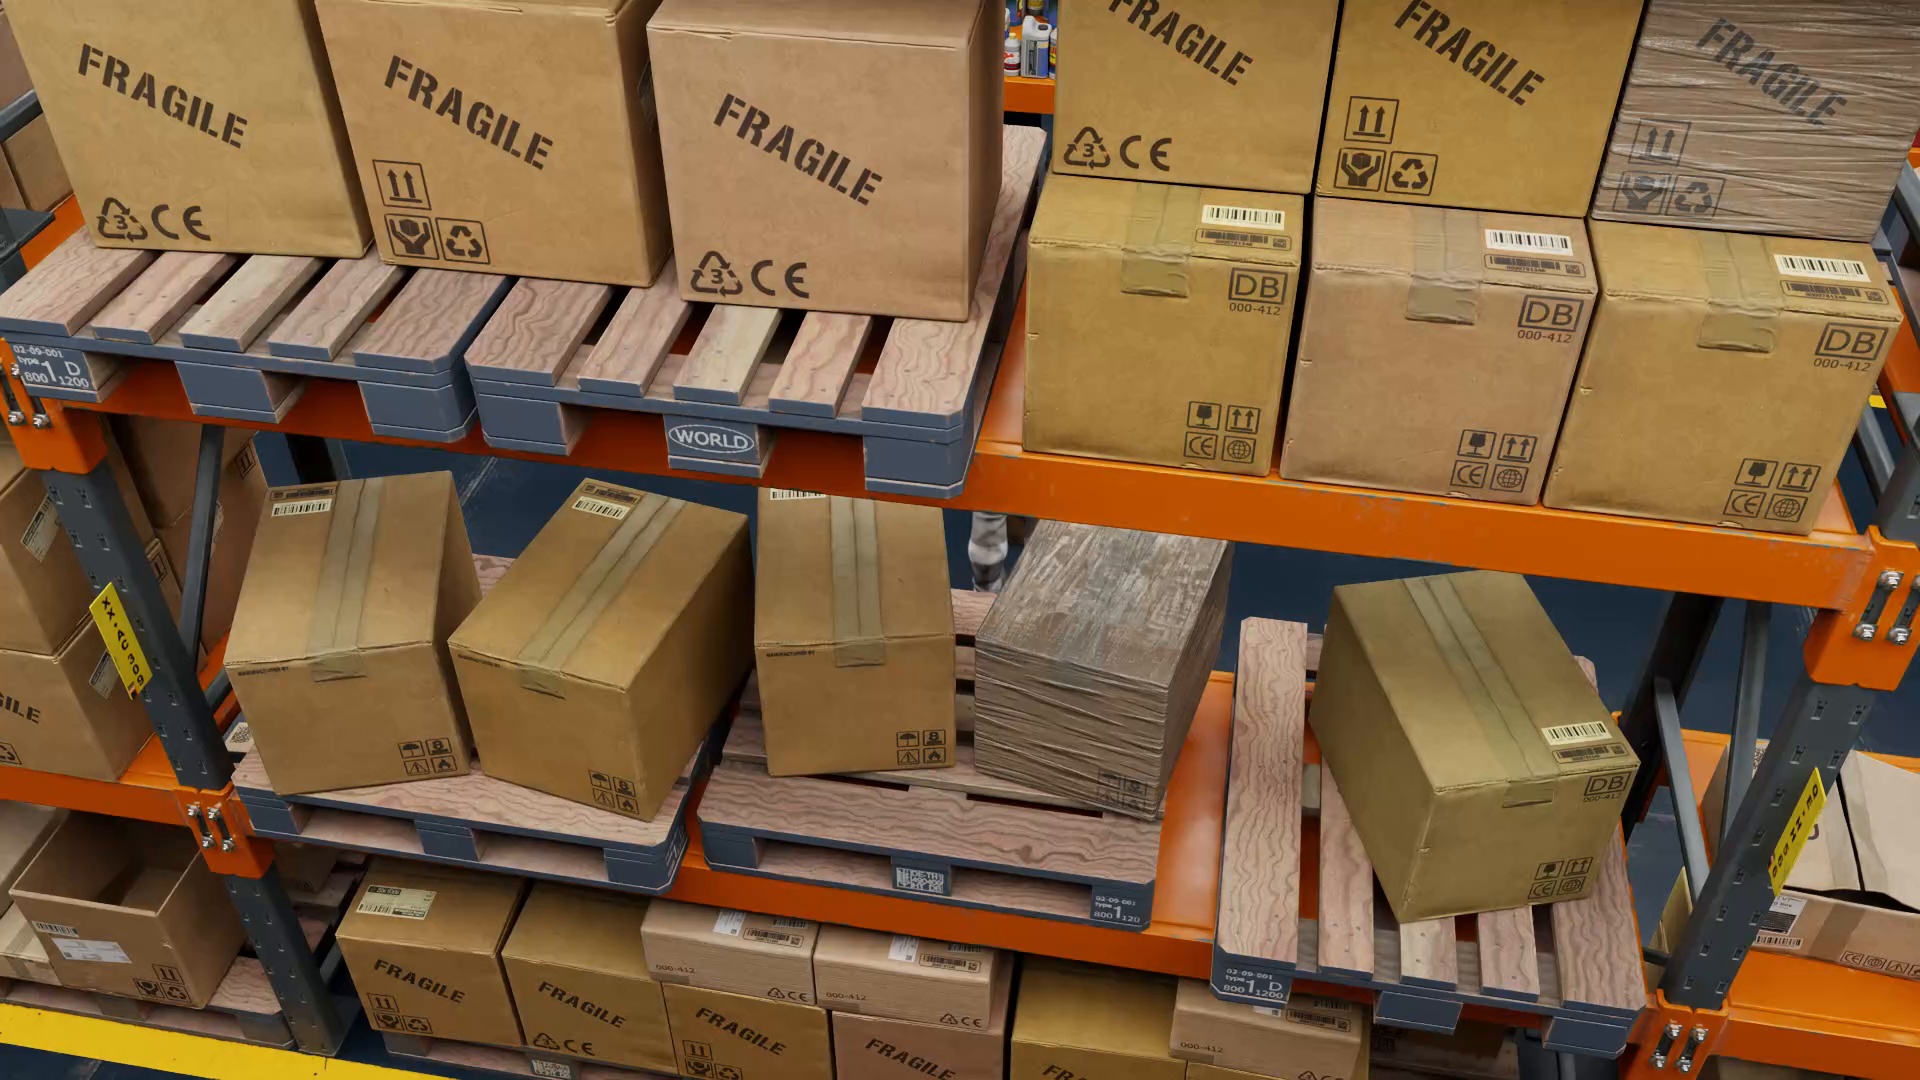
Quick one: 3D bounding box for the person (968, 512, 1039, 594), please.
[{"bbox_3d":[0.225,-0.452,6.678,0.522,1.790,0.378,7,41,8],"label":"person"}]
